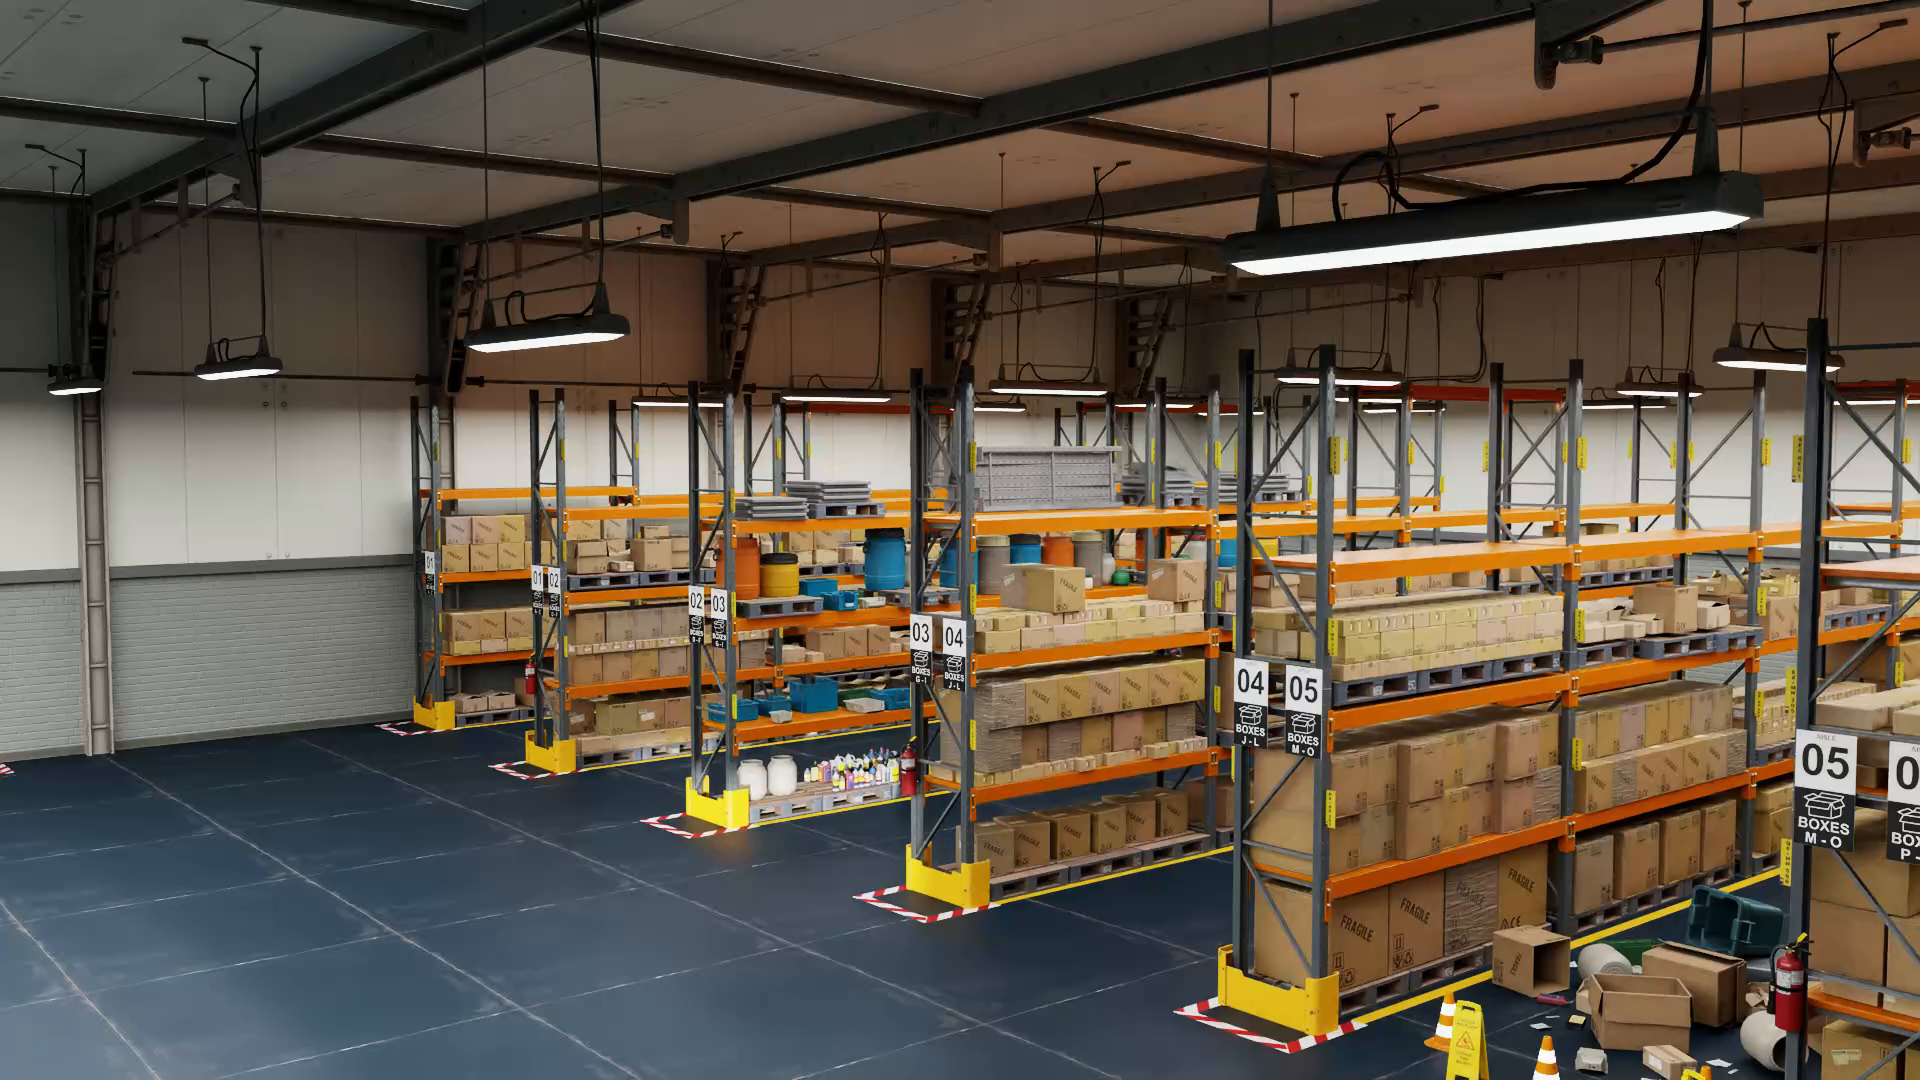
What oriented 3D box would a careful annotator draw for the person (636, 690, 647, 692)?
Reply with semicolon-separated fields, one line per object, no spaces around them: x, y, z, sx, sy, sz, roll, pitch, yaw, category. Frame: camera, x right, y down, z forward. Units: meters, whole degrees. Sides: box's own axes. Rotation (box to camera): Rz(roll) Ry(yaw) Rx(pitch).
-5.551;2.571;29.413;0.700;1.719;0.591;3;5;42;person
